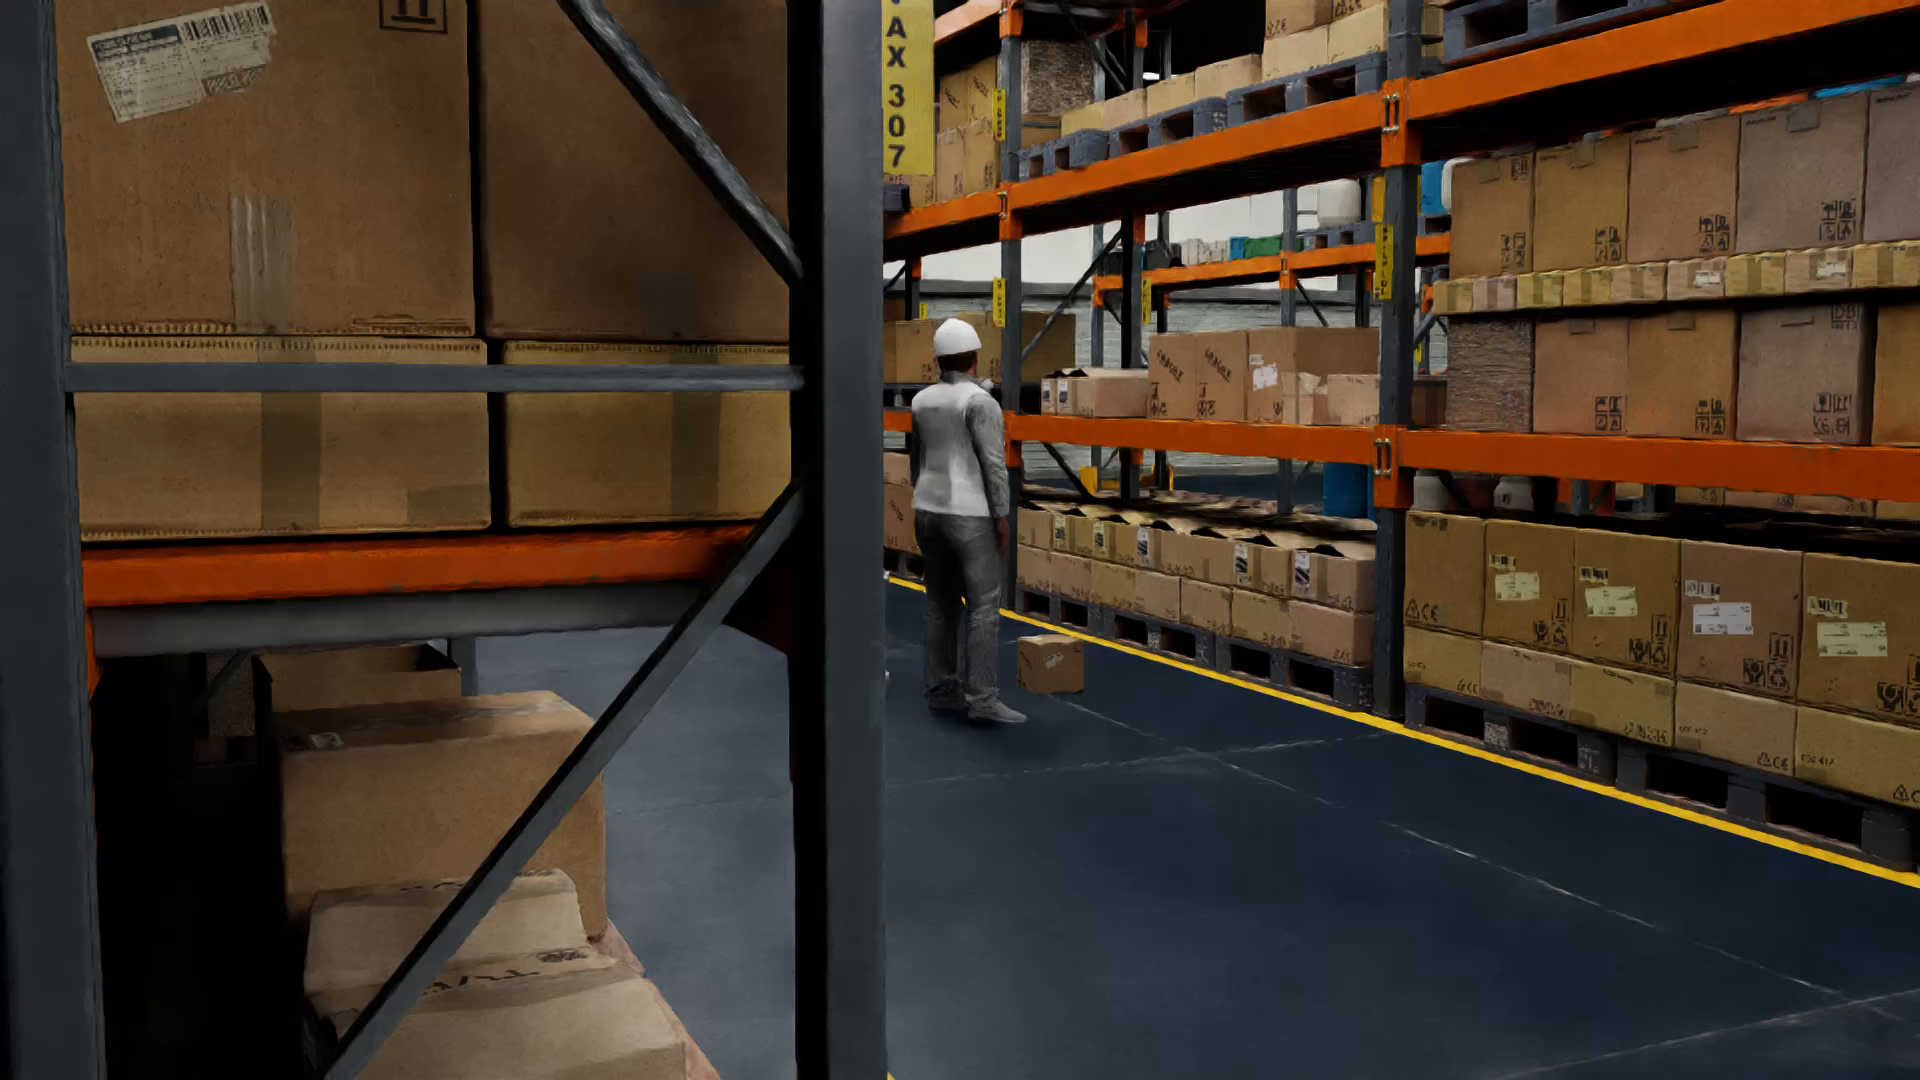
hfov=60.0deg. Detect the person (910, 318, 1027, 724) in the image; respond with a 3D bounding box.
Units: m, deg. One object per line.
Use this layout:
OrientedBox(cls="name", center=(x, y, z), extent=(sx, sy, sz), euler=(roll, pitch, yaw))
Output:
OrientedBox(cls="person", center=(0.020, -0.080, 7.460), extent=(0.413, 1.816, 0.580), euler=(-5, 7, -44))
